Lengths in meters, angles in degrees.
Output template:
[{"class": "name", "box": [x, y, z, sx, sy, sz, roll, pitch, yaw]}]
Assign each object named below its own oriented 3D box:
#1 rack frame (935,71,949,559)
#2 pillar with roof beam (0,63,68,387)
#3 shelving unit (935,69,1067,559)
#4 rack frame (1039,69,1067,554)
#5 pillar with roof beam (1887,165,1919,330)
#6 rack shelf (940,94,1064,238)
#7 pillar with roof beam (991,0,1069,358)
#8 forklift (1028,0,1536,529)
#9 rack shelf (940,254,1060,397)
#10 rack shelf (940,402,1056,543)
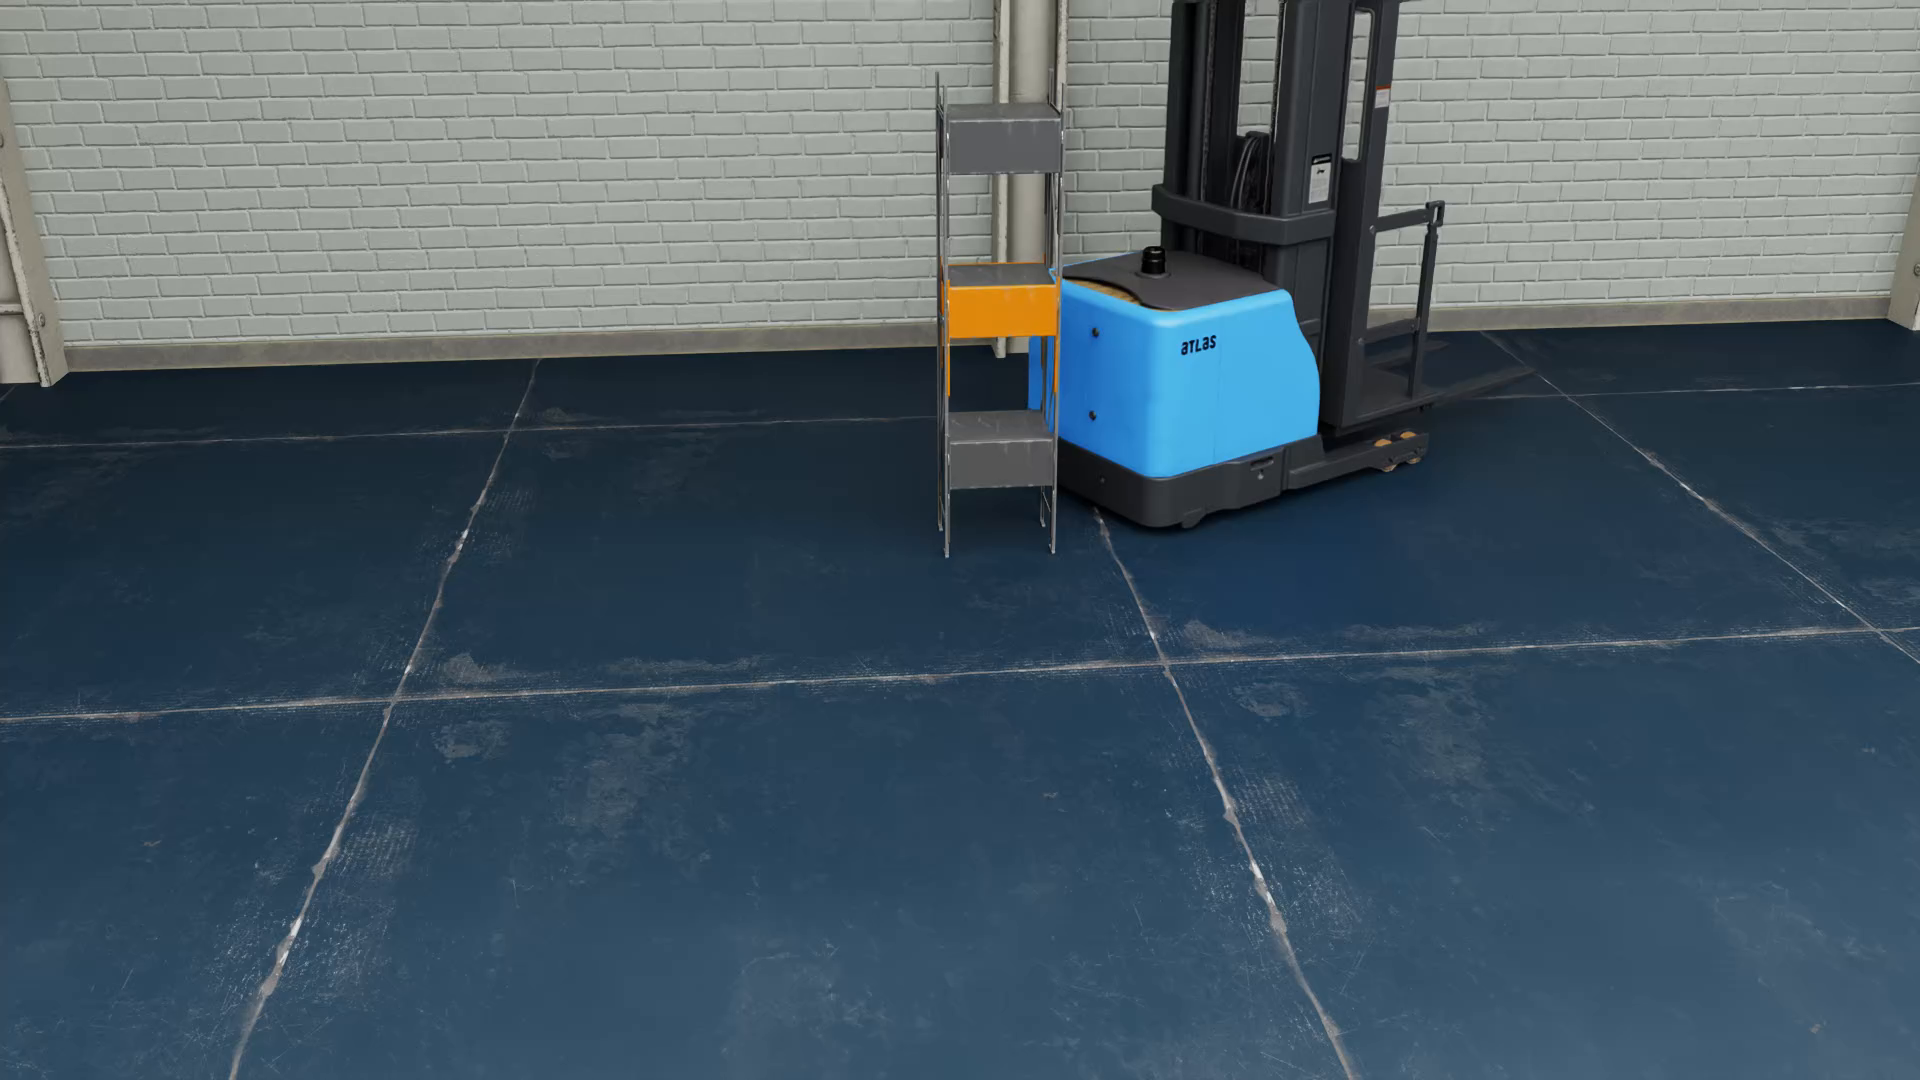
[{"class": "rack frame", "box": [-0.078, -0.956, 7.316, 0.015, 2.100, 0.400, -2, 24, -5]}, {"class": "pillar with roof beam", "box": [-5.140, -3.329, 4.161, 0.400, 9.000, 9.100, -2, 24, -5]}, {"class": "shelving unit", "box": [0.165, -0.966, 7.338, 0.503, 2.100, 0.431, -2, 24, -5]}, {"class": "rack frame", "box": [0.408, -0.976, 7.360, 0.015, 2.100, 0.400, -2, 24, -5]}, {"class": "pillar with roof beam", "box": [6.802, -3.808, 5.239, 0.400, 9.000, 9.100, -2, 24, -5]}, {"class": "rack shelf", "box": [0.165, -1.593, 7.060, 0.480, 0.518, 0.431, -2, 24, -5]}, {"class": "pillar with roof beam", "box": [0.831, -3.569, 4.700, 0.400, 9.000, 9.100, -2, 24, -5]}, {"class": "forklift", "box": [1.818, -1.846, 8.294, 3.031, 2.935, 1.130, -16, 29, -32]}, {"class": "rack shelf", "box": [0.165, -0.954, 7.344, 0.480, 0.518, 0.431, -2, 24, -5]}, {"class": "rack shelf", "box": [0.165, -0.314, 7.628, 0.480, 0.518, 0.431, -2, 24, -5]}]
